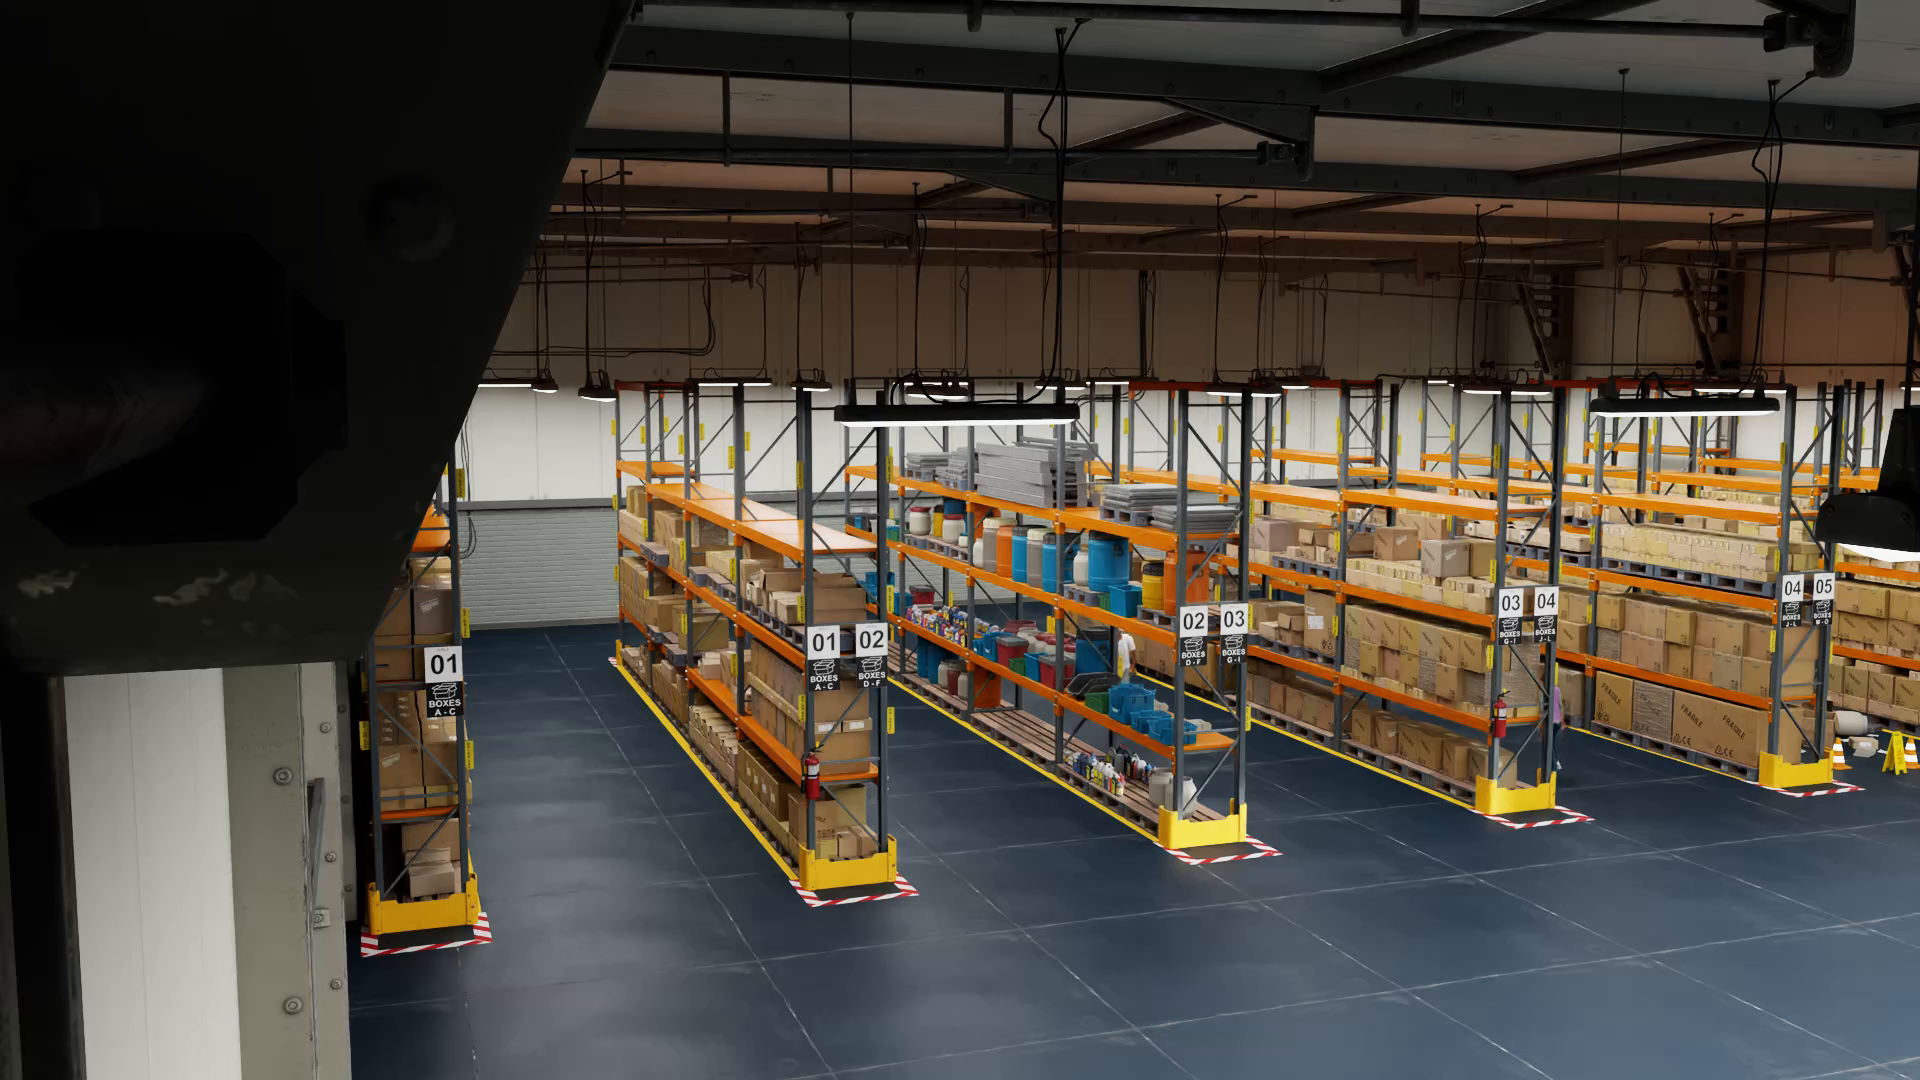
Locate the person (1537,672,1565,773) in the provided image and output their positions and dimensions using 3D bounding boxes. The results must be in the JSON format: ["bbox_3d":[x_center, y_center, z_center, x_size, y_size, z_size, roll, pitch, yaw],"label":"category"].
[{"bbox_3d":[9.107,2.819,25.670,0.456,1.583,0.471,-1,6,-9],"label":"person"}]

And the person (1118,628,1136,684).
[{"bbox_3d":[2.817,2.242,29.660,0.630,1.687,0.793,0,6,2],"label":"person"}]
